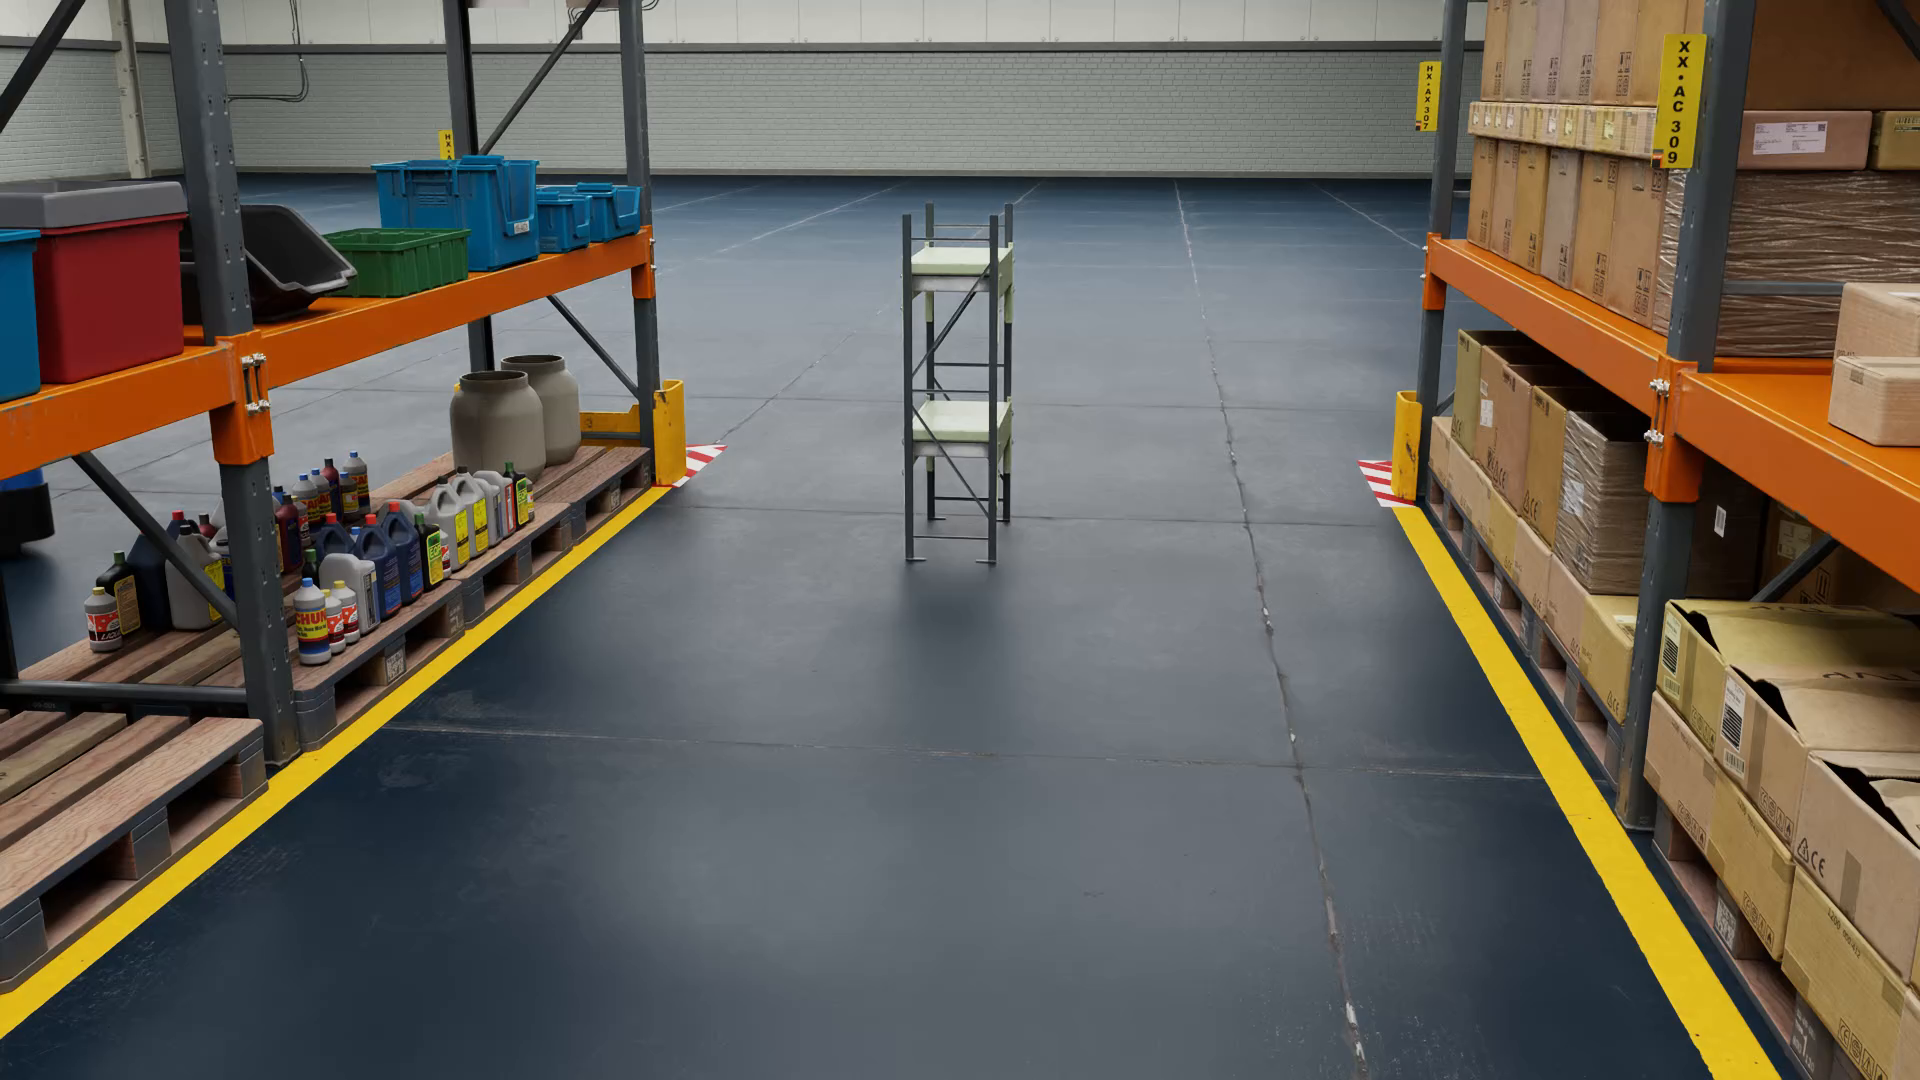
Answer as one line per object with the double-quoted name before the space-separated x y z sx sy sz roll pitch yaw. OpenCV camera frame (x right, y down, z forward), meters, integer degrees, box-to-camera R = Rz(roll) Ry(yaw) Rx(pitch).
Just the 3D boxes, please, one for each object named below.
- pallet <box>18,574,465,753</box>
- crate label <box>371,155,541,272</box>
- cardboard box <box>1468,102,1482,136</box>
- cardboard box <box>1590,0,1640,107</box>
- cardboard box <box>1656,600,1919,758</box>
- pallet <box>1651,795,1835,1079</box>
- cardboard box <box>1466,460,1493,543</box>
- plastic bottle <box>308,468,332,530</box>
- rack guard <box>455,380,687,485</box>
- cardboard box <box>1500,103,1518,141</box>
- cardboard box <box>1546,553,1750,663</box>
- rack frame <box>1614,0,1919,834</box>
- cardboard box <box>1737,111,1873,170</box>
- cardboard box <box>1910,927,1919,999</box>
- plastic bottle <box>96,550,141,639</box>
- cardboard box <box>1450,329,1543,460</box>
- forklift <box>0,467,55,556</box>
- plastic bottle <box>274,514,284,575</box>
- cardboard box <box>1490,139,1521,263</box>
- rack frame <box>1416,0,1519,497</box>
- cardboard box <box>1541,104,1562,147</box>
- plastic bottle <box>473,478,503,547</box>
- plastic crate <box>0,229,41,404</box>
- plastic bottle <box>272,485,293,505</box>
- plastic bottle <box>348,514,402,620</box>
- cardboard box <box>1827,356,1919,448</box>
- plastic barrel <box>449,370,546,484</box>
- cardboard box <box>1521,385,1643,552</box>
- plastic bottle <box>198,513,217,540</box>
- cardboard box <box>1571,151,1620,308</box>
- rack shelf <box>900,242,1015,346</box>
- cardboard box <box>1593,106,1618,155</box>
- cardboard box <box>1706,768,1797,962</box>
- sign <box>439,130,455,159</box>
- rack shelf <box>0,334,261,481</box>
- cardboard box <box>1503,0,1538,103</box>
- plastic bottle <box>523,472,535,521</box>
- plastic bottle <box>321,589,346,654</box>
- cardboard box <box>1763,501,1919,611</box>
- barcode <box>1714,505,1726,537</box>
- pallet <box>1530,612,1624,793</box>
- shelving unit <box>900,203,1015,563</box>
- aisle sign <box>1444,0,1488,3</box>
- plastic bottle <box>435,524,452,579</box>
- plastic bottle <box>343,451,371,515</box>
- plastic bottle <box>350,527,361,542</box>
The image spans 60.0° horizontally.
"pallet" -2.443 0.394 5.800 1.003 0.211 1.213 2 15 6
"crate label" -2.047 -1.348 6.834 0.502 0.435 0.616 2 15 6
"cardboard box" 2.555 -1.936 7.639 0.380 0.149 0.250 2 15 6
"cardboard box" 2.518 -1.683 5.462 0.700 0.500 0.500 2 15 6
"cardboard box" 2.067 0.322 4.115 0.500 0.311 0.500 2 15 6
"pallet" 2.317 0.906 3.906 1.003 0.211 1.213 2 15 6
"cardboard box" 2.422 -0.153 6.944 0.500 0.250 0.500 2 15 6
"plastic bottle" -2.661 -0.162 6.898 0.097 0.271 0.097 0 15 0
"rack guard" -2.070 -0.589 8.881 1.175 0.500 0.348 2 15 6
"cardboard box" 2.467 -1.737 6.905 0.380 0.149 0.250 1 15 5
"cardboard box" 2.263 0.236 5.504 0.500 0.250 0.500 2 15 6
"rack frame" 2.361 -0.632 4.253 1.000 3.000 0.127 2 15 6
"cardboard box" 2.179 -1.070 4.440 0.380 0.149 0.250 2 15 6
"cardboard box" 1.895 0.720 2.640 0.500 0.311 0.500 2 15 8
"plastic bottle" -2.833 0.185 5.591 0.061 0.283 0.133 2 15 9
"cardboard box" 2.477 -0.645 7.326 0.500 0.500 0.500 2 15 6
"forklift" -5.391 -1.147 6.290 1.130 2.935 3.031 12 19 38
"plastic bottle" -2.611 0.007 6.250 0.061 0.283 0.133 2 15 6
"cardboard box" 2.693 -1.461 7.126 0.700 0.500 0.500 2 15 8
"rack frame" 2.813 -1.670 8.090 1.000 3.000 0.127 2 15 6
"cardboard box" 2.380 -1.537 6.165 0.380 0.149 0.250 2 15 7
"plastic bottle" -1.951 -0.124 6.750 0.152 0.276 0.135 1 15 5
"plastic crate" -2.375 -0.476 3.707 0.392 0.384 0.575 2 15 6
"plastic bottle" -2.696 -0.083 6.608 0.097 0.271 0.097 0 15 0
"plastic bottle" -2.056 0.090 5.814 0.144 0.351 0.185 2 15 8
"cardboard box" 2.058 -0.287 3.458 0.380 0.149 0.250 2 15 6
"plastic barrel" -2.163 -0.515 7.783 0.421 0.512 0.421 0 15 0
"cardboard box" 2.317 -0.255 5.886 0.500 0.500 0.500 2 15 6
"plastic bottle" -2.775 0.051 6.088 0.061 0.283 0.133 3 15 10
"cardboard box" 2.519 -1.063 5.654 0.700 0.500 0.500 2 15 7
"rack shelf" 0.001 -1.102 7.371 0.431 0.370 0.720 2 15 6
"cardboard box" 2.296 -1.334 5.415 0.380 0.149 0.250 2 15 6
"cardboard box" 2.011 0.722 3.707 0.500 0.250 0.500 2 15 8
"sign" -2.655 -1.967 8.661 0.100 0.325 0.005 2 15 6
"rack shelf" -2.786 0.087 2.972 1.077 0.370 4.000 2 15 6
"cardboard box" 2.687 -2.073 6.905 0.700 0.500 0.500 1 15 5
"plastic bottle" -1.880 -0.189 7.132 0.097 0.201 0.097 0 15 0
"plastic bottle" -2.077 0.263 5.460 0.097 0.201 0.097 0 15 0
"cardboard box" 2.725 0.019 4.870 0.500 0.500 0.500 2 15 6
"barcode" 1.919 -0.047 4.197 0.001 0.075 0.075 2 15 6
"pallet" 2.493 0.509 5.375 1.003 0.211 1.213 2 15 6
"shelving unit" 0.001 -0.726 7.473 0.431 1.500 0.755 2 15 6
"aisle sign" 2.516 -2.951 7.847 0.394 0.787 0.004 2 15 6
"plastic bottle" -1.980 0.041 6.283 0.097 0.201 0.097 0 15 0
"plastic bottle" -2.623 -0.251 7.227 0.097 0.271 0.097 0 15 0
"plastic bottle" -2.160 0.087 5.976 0.097 0.271 0.097 0 15 0
